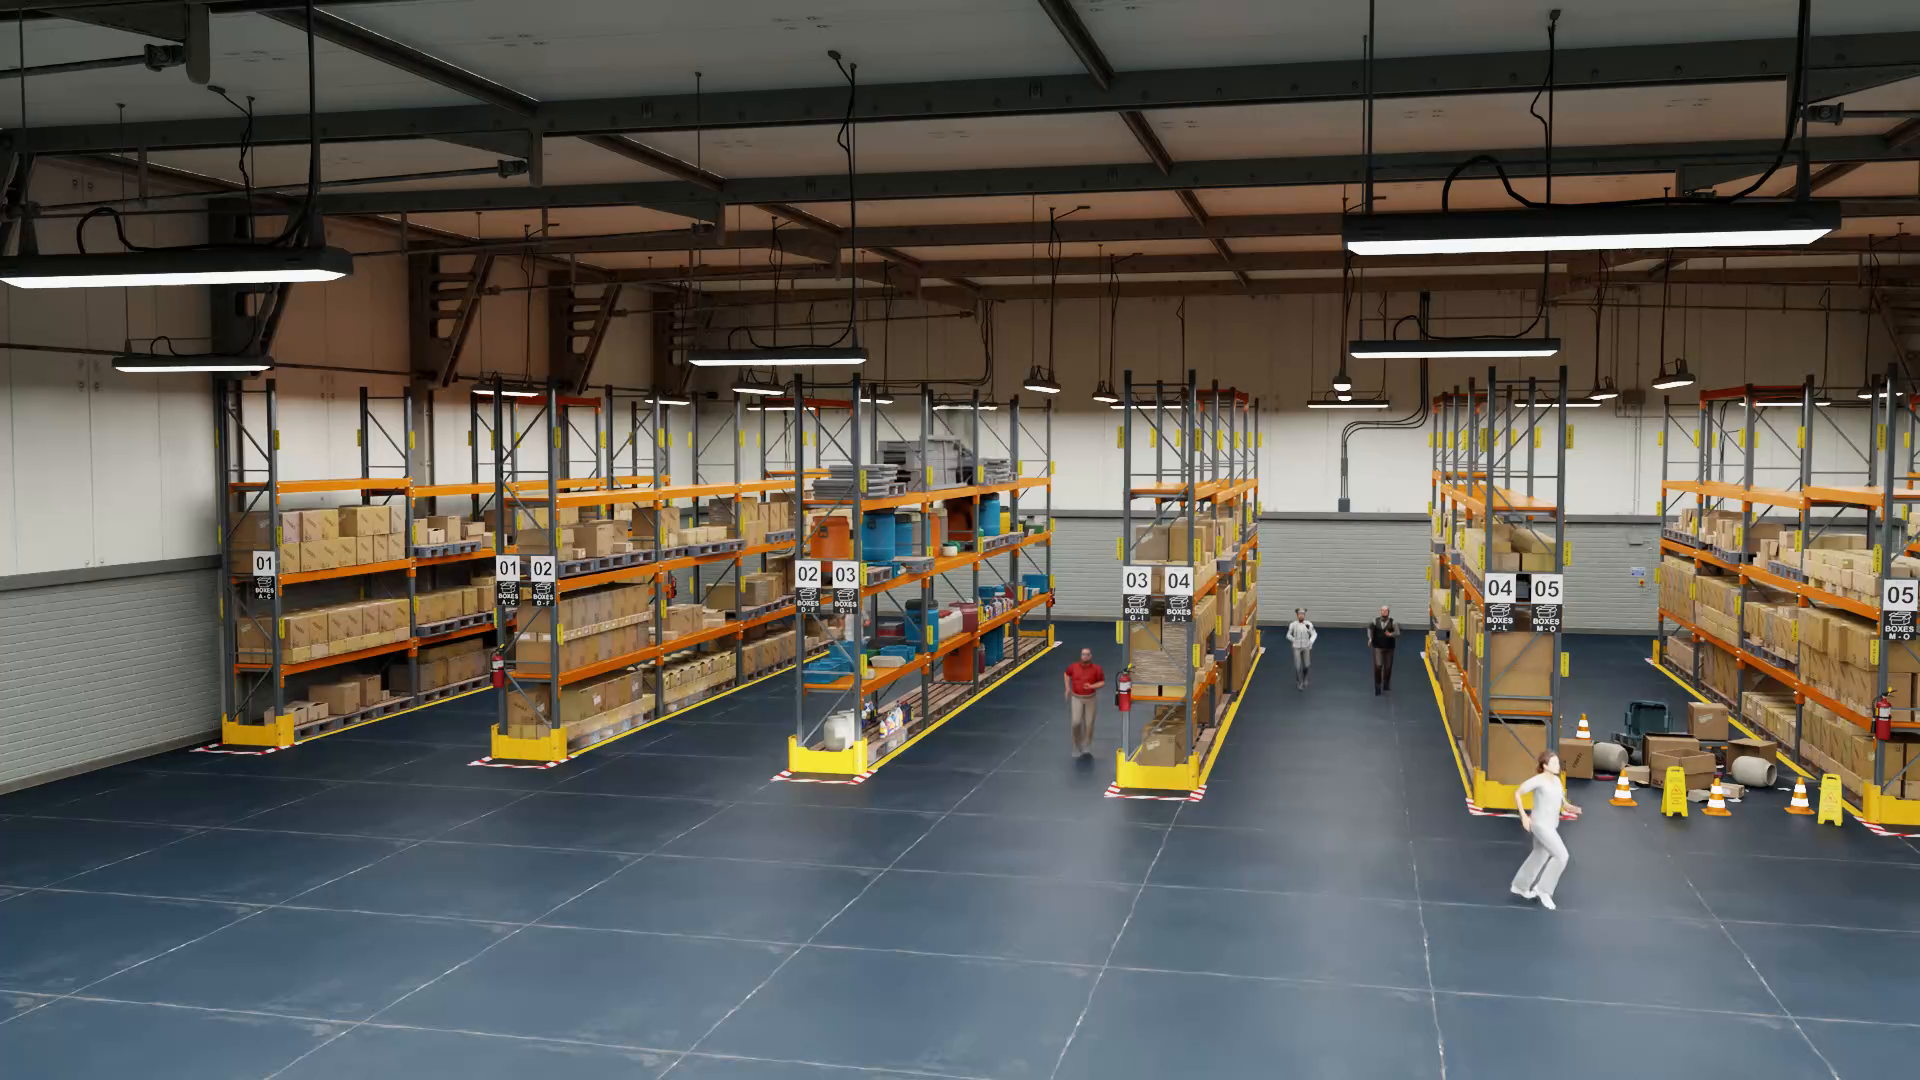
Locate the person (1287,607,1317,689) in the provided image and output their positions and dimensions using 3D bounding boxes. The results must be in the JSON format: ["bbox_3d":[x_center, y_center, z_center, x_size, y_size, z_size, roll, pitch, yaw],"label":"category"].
[{"bbox_3d":[6.840,2.171,33.269,0.603,1.654,0.542,1,3,10],"label":"person"}]

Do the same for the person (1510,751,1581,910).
[{"bbox_3d":[6.272,3.100,17.826,0.527,1.684,0.787,-3,5,-45],"label":"person"}]

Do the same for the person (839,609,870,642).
[{"bbox_3d":[-2.216,2.017,34.783,0.667,1.768,0.967,0,3,3],"label":"person"}]

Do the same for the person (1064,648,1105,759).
[{"bbox_3d":[1.960,2.577,26.226,0.646,1.757,0.694,0,3,5],"label":"person"}]

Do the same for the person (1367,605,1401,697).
[{"bbox_3d":[8.342,2.178,32.747,0.630,1.778,0.776,1,3,11],"label":"person"}]
